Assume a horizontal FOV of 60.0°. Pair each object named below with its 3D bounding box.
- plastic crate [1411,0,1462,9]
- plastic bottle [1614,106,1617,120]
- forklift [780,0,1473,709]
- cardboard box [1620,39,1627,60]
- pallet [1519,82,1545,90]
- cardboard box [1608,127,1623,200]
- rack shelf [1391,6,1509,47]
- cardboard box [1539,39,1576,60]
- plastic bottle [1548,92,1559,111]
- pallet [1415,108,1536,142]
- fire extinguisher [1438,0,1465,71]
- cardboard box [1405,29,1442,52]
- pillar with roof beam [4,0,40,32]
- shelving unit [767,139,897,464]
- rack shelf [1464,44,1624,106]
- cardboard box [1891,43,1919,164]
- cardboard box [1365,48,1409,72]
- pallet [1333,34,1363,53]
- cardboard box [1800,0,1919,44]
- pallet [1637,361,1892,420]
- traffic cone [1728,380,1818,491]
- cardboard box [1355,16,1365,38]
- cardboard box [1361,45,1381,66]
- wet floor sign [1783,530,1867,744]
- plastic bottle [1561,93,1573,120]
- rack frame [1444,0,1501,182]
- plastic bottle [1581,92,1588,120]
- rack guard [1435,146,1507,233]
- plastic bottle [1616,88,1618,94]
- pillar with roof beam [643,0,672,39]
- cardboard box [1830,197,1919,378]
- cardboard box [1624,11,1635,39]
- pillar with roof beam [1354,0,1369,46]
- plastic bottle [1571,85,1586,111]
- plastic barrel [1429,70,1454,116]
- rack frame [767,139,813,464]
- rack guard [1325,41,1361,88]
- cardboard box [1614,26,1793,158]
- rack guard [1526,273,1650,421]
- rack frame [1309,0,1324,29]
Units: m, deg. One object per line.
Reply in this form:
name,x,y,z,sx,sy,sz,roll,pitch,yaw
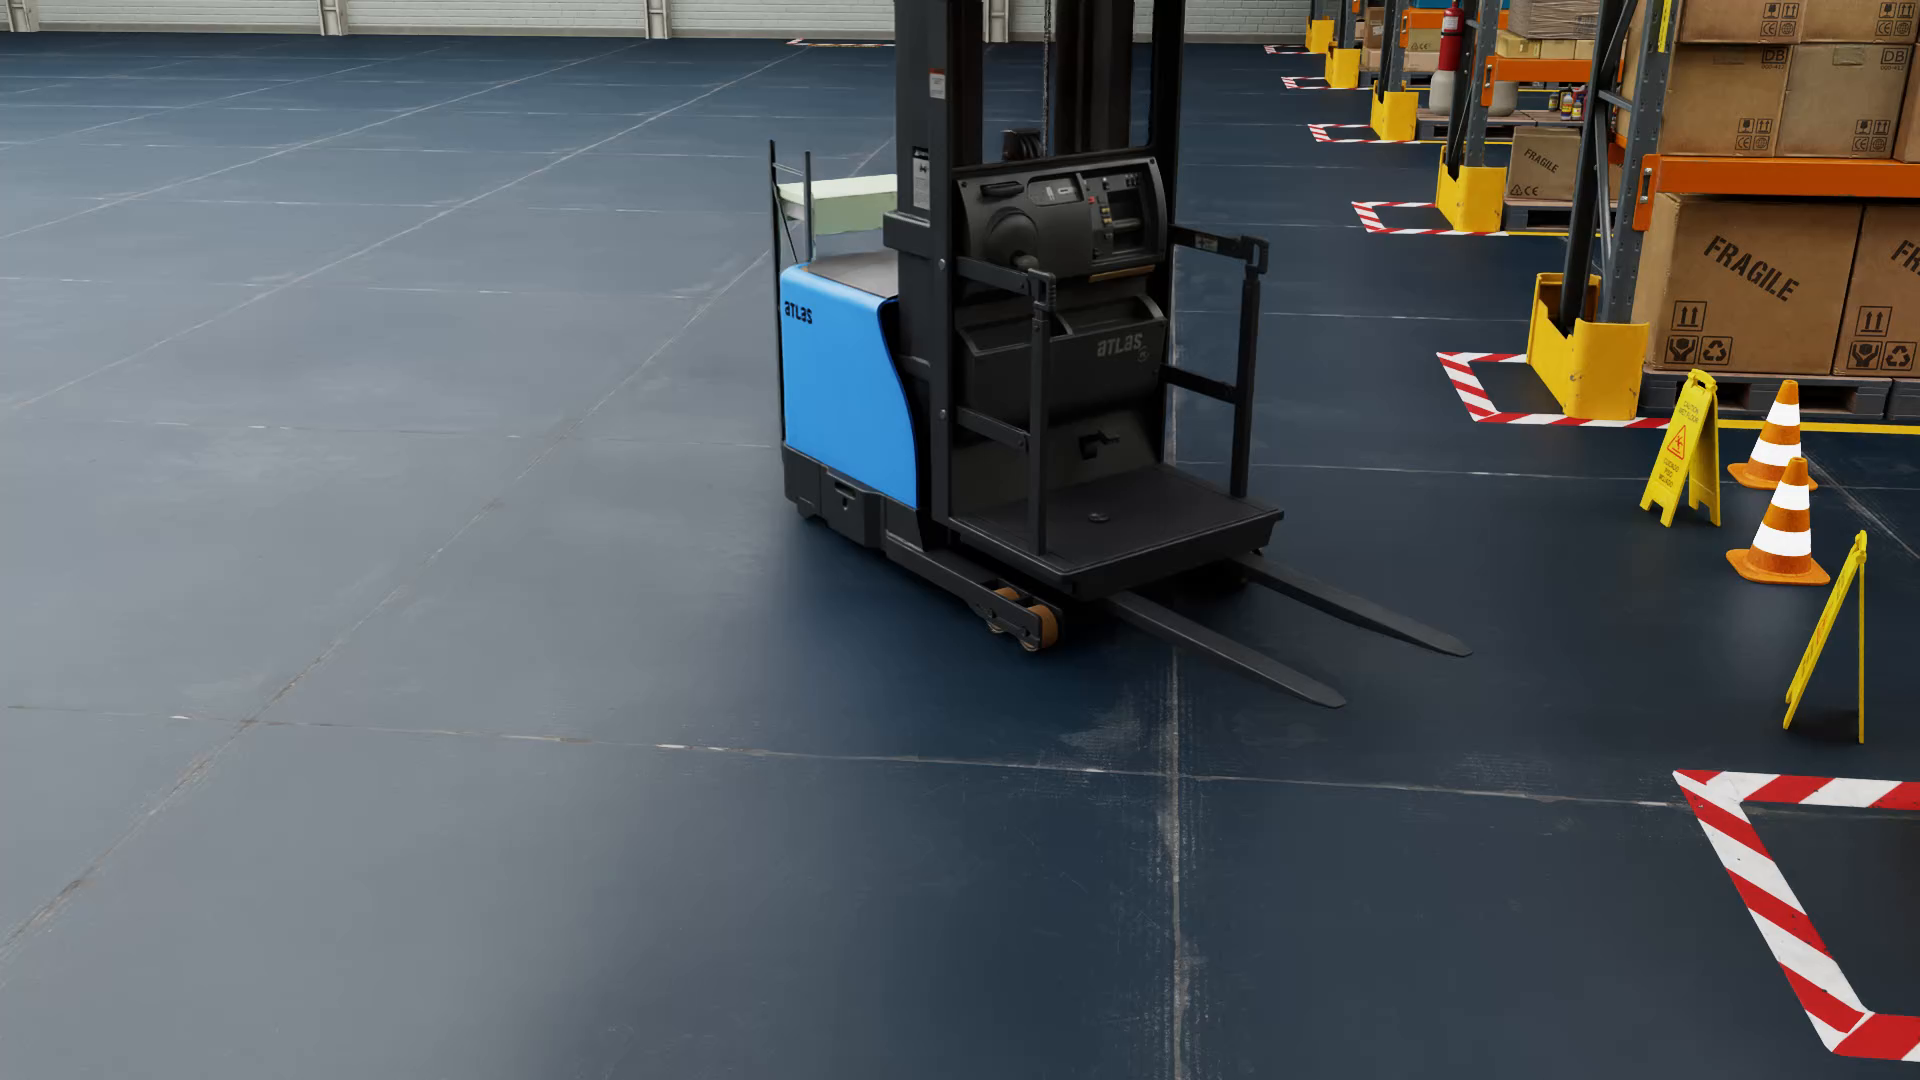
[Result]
plastic crate,5.176,-5.853,17.867,0.616,0.251,0.499,2,22,6
plastic bottle,6.946,-4.522,17.506,0.097,0.201,0.097,0,22,0
forklift,0.511,-1.168,5.908,1.130,2.935,3.031,-15,26,-33
cardboard box,5.059,-3.773,12.744,0.250,0.149,0.380,2,22,6
pallet,7.203,-6.275,22.523,1.213,0.211,1.003,2,22,6
cardboard box,5.277,-3.012,13.308,0.500,0.500,0.500,8,23,20
rack shelf,6.630,-5.413,17.531,4.000,0.370,1.077,2,22,6
cardboard box,4.562,-3.792,12.793,0.250,0.149,0.380,2,22,6
plastic bottle,6.519,-4.818,18.255,0.097,0.201,0.097,0,22,0
pallet,5.531,-4.514,18.072,1.213,0.211,1.003,2,22,6
fire extinguisher,4.002,-4.163,13.496,0.183,0.674,0.296,2,22,6
cardboard box,6.234,-6.783,22.165,0.500,0.500,0.500,2,22,6
pillar with roof beam,-17.733,-11.994,25.037,0.400,9.000,9.100,2,22,6
shelving unit,-0.423,-1.070,7.605,0.755,1.500,0.431,-12,25,-28
rack shelf,6.047,-3.605,12.957,4.000,0.370,1.077,2,22,6
cardboard box,4.841,-2.204,8.230,0.550,0.550,0.875,2,22,6
cardboard box,5.737,-6.455,22.356,0.500,0.250,0.500,2,22,6
pallet,6.688,-8.103,27.150,1.213,0.211,1.003,2,22,6
cardboard box,4.298,-2.771,8.197,0.550,0.550,0.875,2,22,6
pallet,4.180,-0.917,8.972,1.213,0.211,1.003,2,22,6
traffic cone,3.737,-0.498,7.571,0.334,0.463,0.336,2,22,6
cardboard box,6.486,-8.343,27.021,0.500,0.311,0.500,0,22,0
cardboard box,5.798,-6.644,22.834,0.500,0.250,0.500,2,22,6
wet floor sign,2.832,0.288,5.334,0.232,0.644,0.267,11,24,25
plastic bottle,6.408,-4.578,17.552,0.097,0.271,0.097,0,22,0
rack frame,4.061,-4.026,13.044,0.127,3.000,1.000,2,22,6
plastic bottle,6.630,-4.567,17.508,0.133,0.283,0.061,3,22,7
rack guard,4.136,-2.860,13.495,0.348,0.500,1.175,2,22,6
plastic bottle,7.069,-4.855,18.145,0.185,0.351,0.144,3,22,9
pillar with roof beam,-5.816,-11.474,23.724,0.400,9.000,9.100,2,22,6
cardboard box,4.932,-1.384,8.680,0.875,0.875,0.875,2,22,5
cardboard box,5.115,-4.199,12.941,0.500,0.500,0.875,2,22,6
pillar with roof beam,6.100,-10.955,22.410,0.400,9.000,9.100,2,22,6
plastic bottle,6.766,-4.832,18.188,0.135,0.276,0.152,3,22,7
plastic barrel,5.306,-4.872,17.996,0.421,0.512,0.421,0,22,0
rack frame,-0.740,-1.002,7.435,0.023,1.500,0.400,-12,25,-28
rack guard,5.207,-6.481,22.654,0.348,0.500,1.175,2,22,6
cardboard box,3.751,-2.290,8.448,0.550,0.550,0.875,2,22,6
rack guard,3.353,-1.058,8.936,0.348,0.500,1.175,2,22,6
rack frame,5.810,-9.452,26.767,0.127,3.000,1.000,2,22,6
